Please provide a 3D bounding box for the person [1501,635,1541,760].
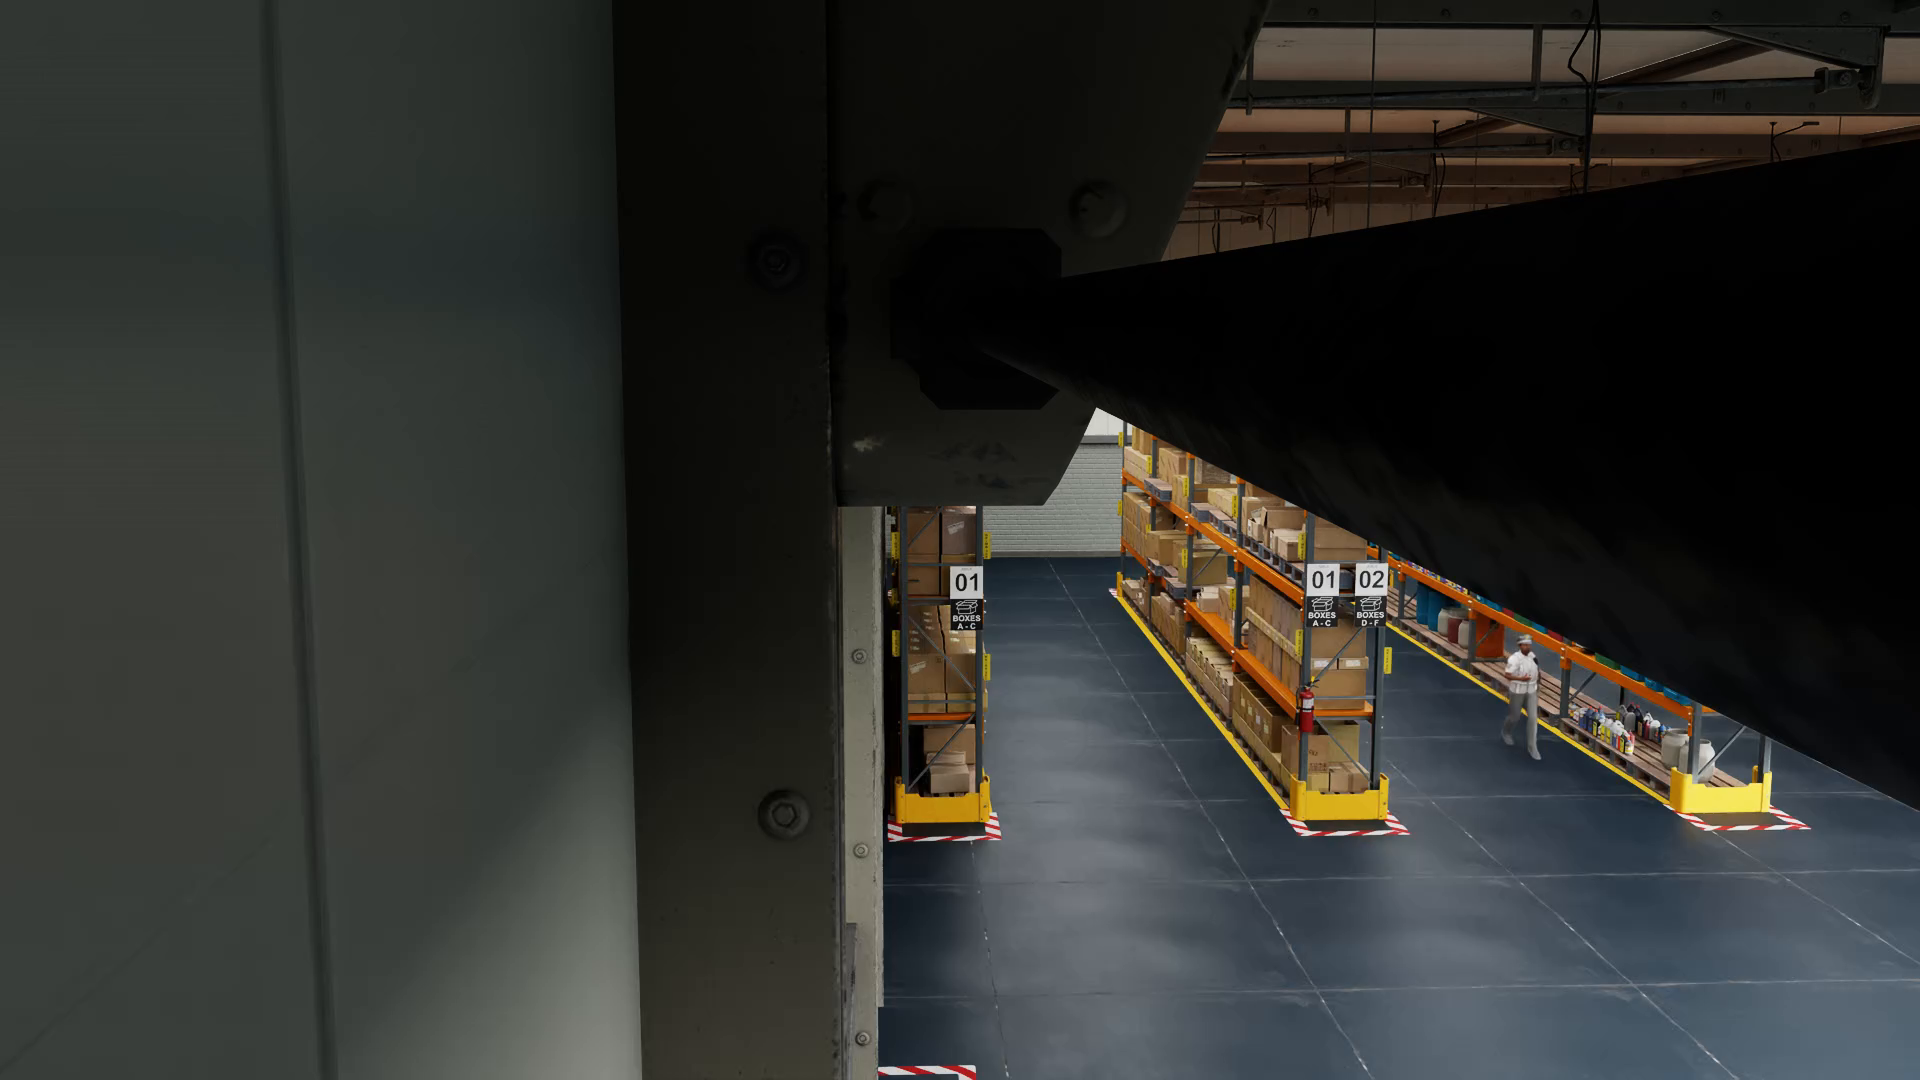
[{"bbox_3d":[7.974,2.173,23.589,0.576,1.719,0.890,-1,8,-7],"label":"person"}]
